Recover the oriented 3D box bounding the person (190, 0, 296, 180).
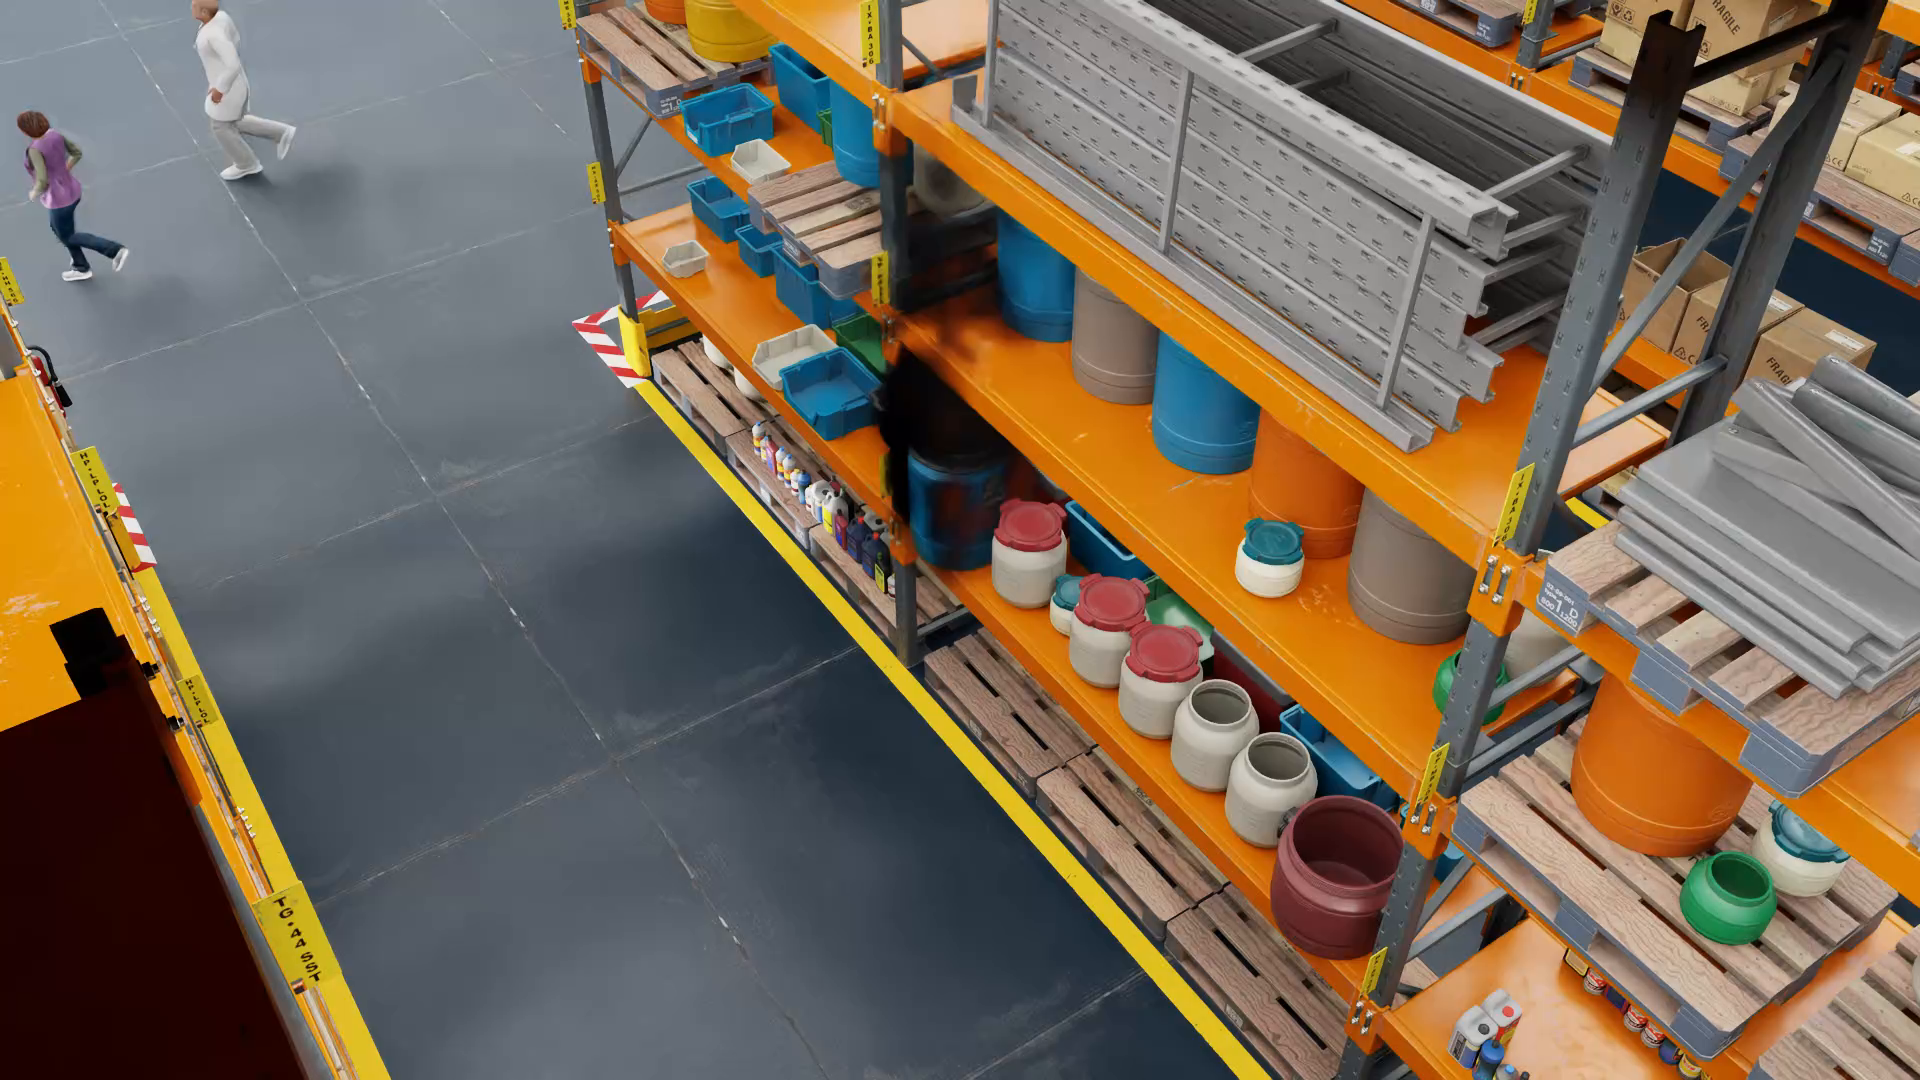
[{"bbox_3d":[-6.487,-4.073,14.912,0.756,1.752,0.719,-8,43,-8],"label":"person"}]

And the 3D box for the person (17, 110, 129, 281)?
[{"bbox_3d":[-7.307,-2.777,13.691,0.700,1.482,0.552,1,43,1],"label":"person"}]
